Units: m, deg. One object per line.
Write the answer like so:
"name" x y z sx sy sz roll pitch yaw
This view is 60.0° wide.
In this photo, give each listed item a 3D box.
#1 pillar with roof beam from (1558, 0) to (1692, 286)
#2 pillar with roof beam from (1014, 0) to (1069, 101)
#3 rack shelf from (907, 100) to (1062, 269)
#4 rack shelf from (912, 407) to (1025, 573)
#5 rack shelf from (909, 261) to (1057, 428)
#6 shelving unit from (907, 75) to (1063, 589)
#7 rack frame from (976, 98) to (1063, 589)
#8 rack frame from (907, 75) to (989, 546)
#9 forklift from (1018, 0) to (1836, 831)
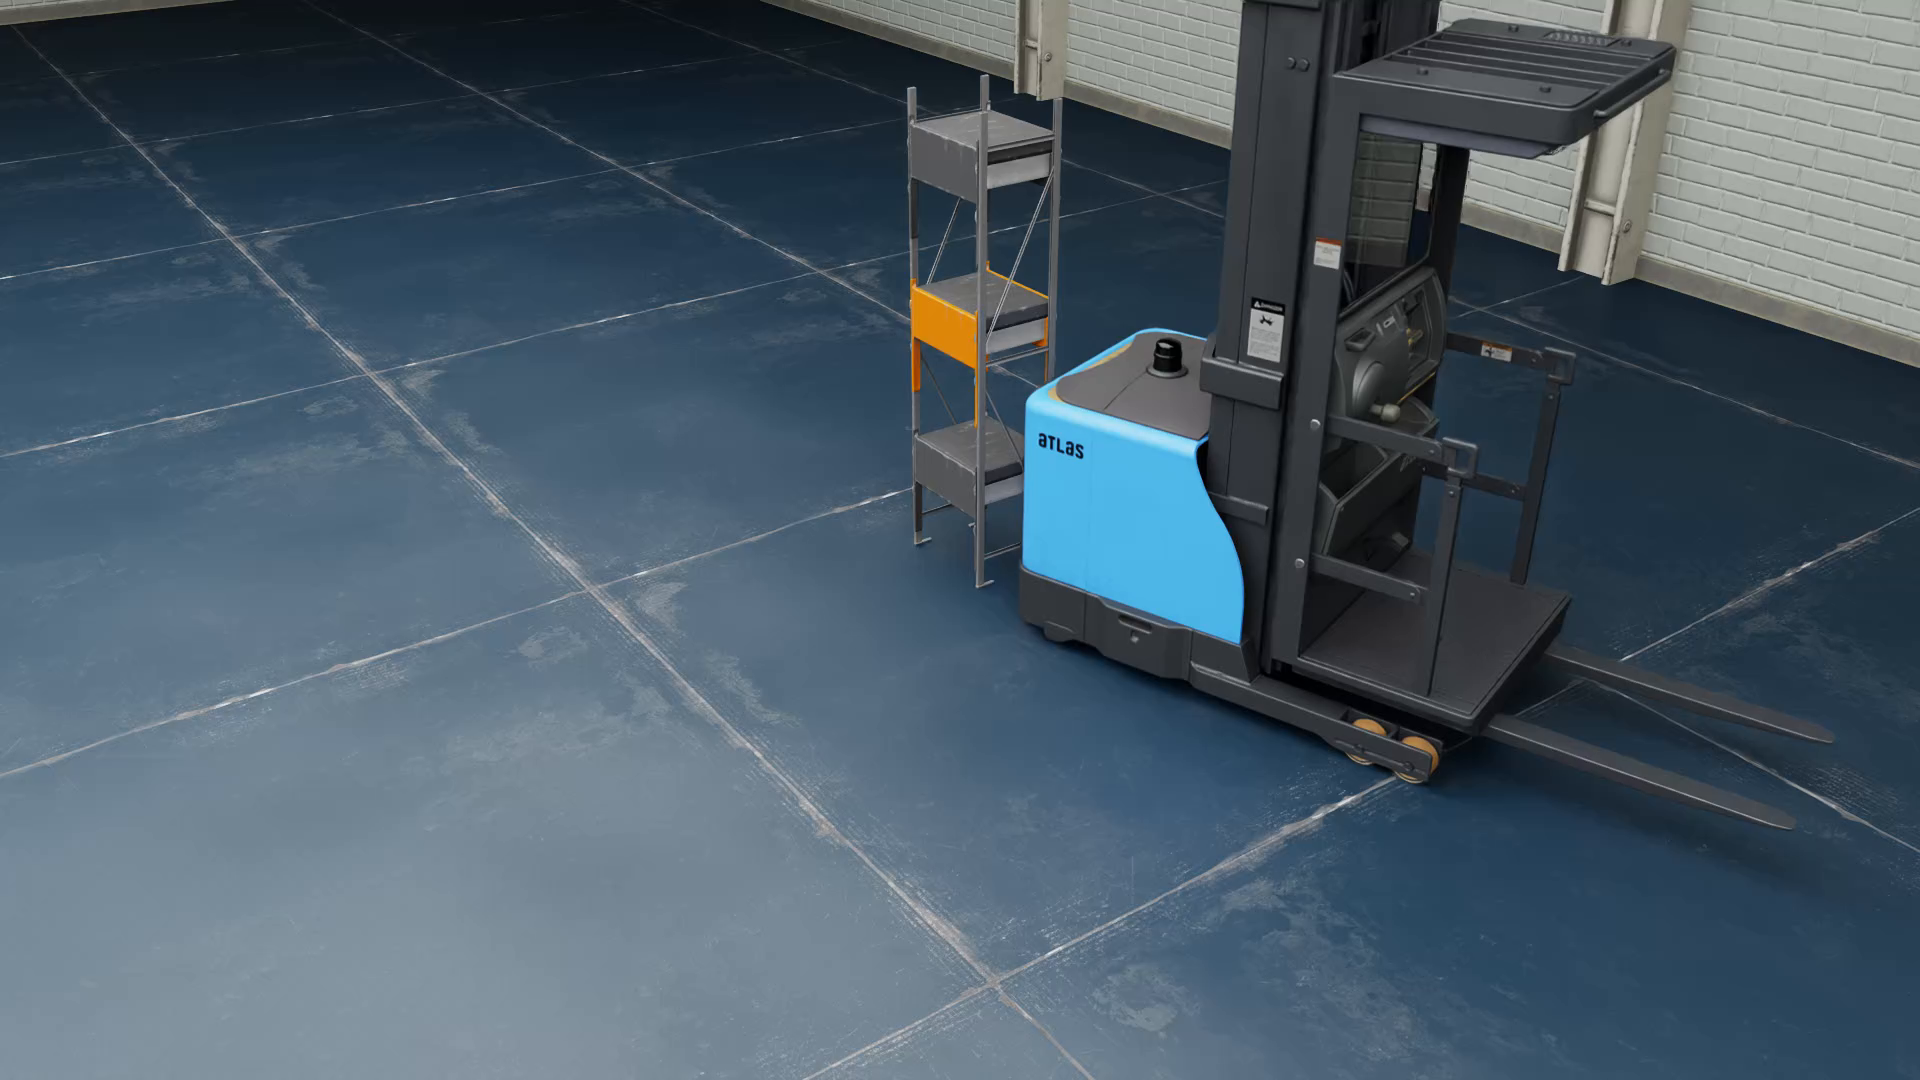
"pillar with roof beam" 0.708 -4.532 6.666 9.100 9.000 0.400 -19 34 -31
"pillar with roof beam" -2.773 -6.864 10.961 9.100 9.000 0.400 -19 34 -31
"rack shelf" 0.096 -1.461 6.803 0.431 0.518 0.480 -19 34 -31
"rack shelf" 0.096 -0.231 7.471 0.431 0.518 0.480 -19 34 -31
"rack shelf" 0.096 -0.846 7.137 0.431 0.518 0.480 -19 34 -31
"shelving unit" 0.096 -0.858 7.130 0.431 2.100 0.503 -19 34 -31
"rack frame" 0.238 -0.763 6.956 0.400 2.100 0.015 -19 34 -31
"rack frame" -0.046 -0.953 7.305 0.400 2.100 0.015 -19 34 -31
"forklift" 1.735 -0.684 5.939 3.031 2.935 1.130 19 34 31
